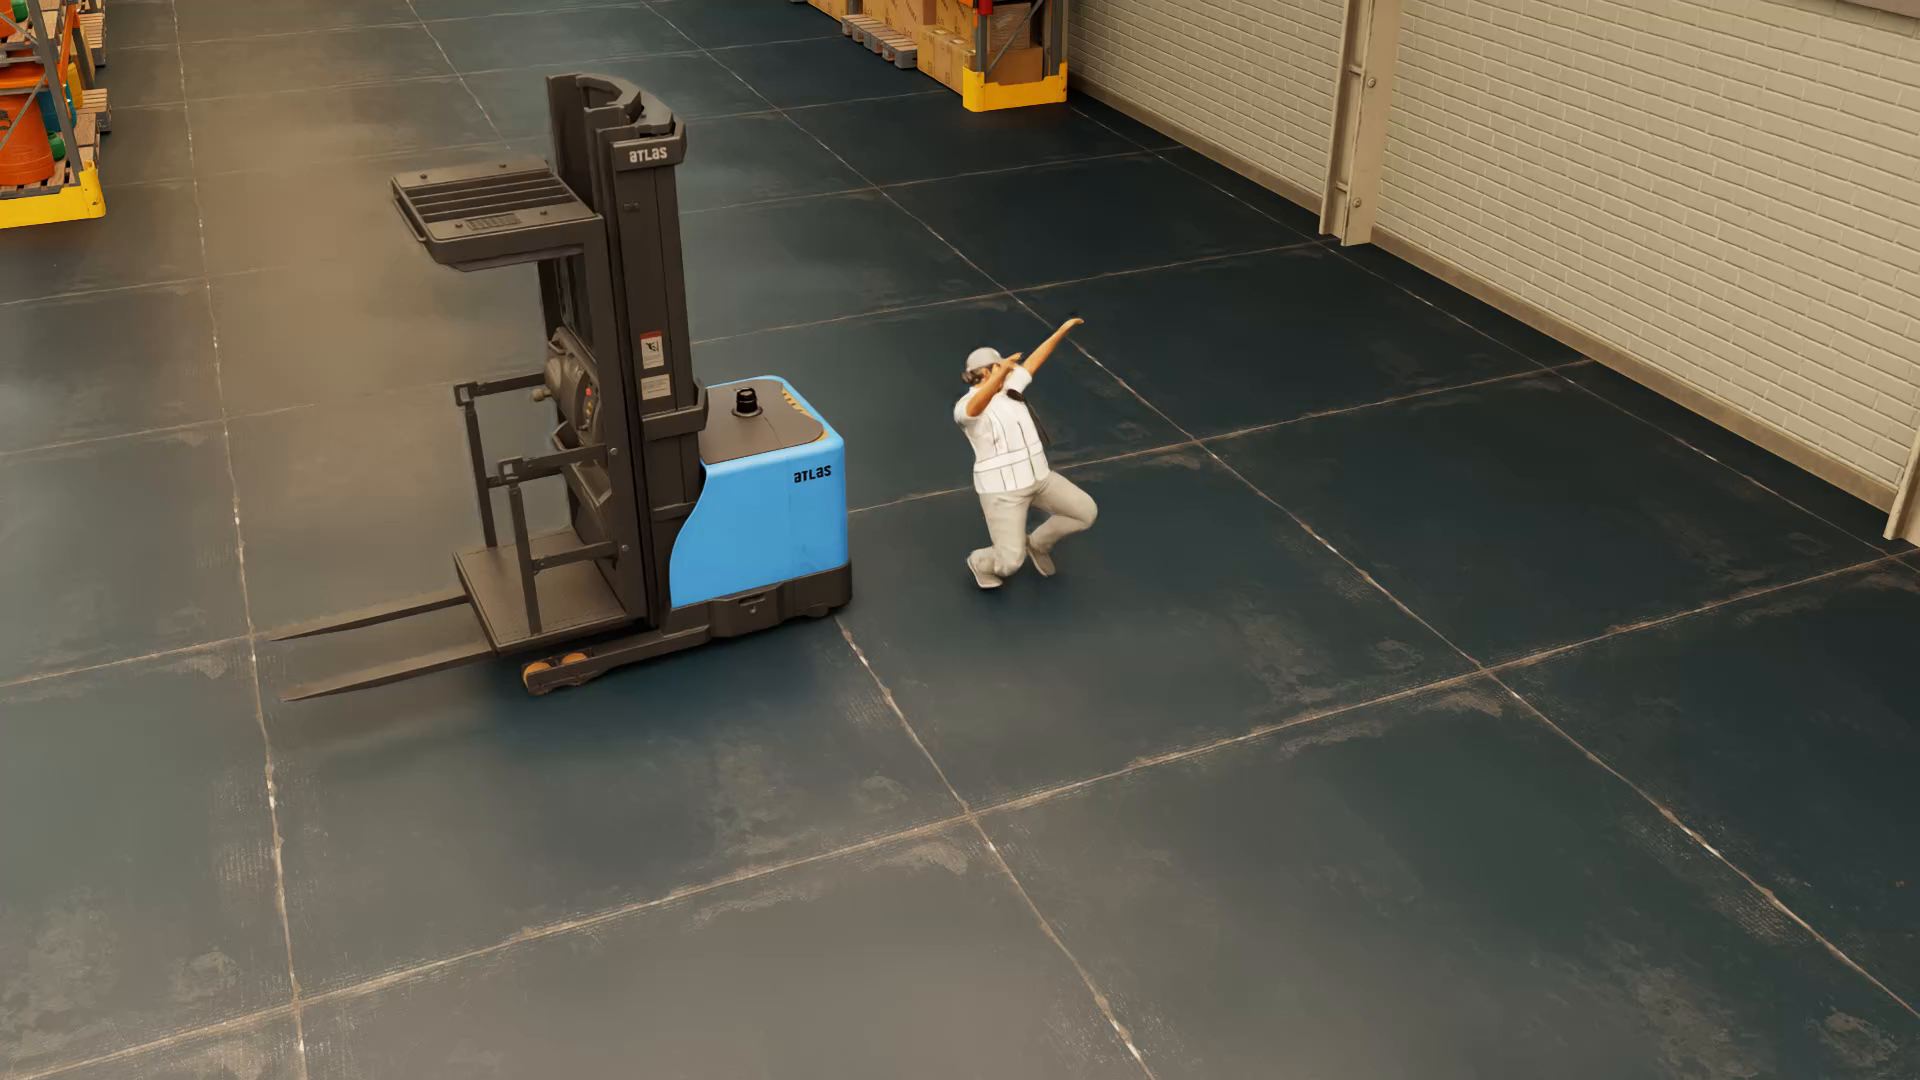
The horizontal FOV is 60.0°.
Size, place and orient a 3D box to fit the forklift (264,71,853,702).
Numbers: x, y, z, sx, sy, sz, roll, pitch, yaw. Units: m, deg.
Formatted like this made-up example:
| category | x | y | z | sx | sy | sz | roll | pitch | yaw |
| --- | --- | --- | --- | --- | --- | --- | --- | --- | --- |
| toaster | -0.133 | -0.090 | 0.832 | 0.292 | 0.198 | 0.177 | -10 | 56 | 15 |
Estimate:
| category | x | y | z | sx | sy | sz | roll | pitch | yaw |
| --- | --- | --- | --- | --- | --- | --- | --- | --- | --- |
| forklift | -2.159 | -0.767 | 8.461 | 3.031 | 2.935 | 1.130 | -14 | 33 | -23 |

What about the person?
| category | x | y | z | sx | sy | sz | roll | pitch | yaw |
| --- | --- | --- | --- | --- | --- | --- | --- | --- | --- |
| person | 0.392 | -0.466 | 9.342 | 0.753 | 1.579 | 0.964 | 25 | 38 | 37 |
